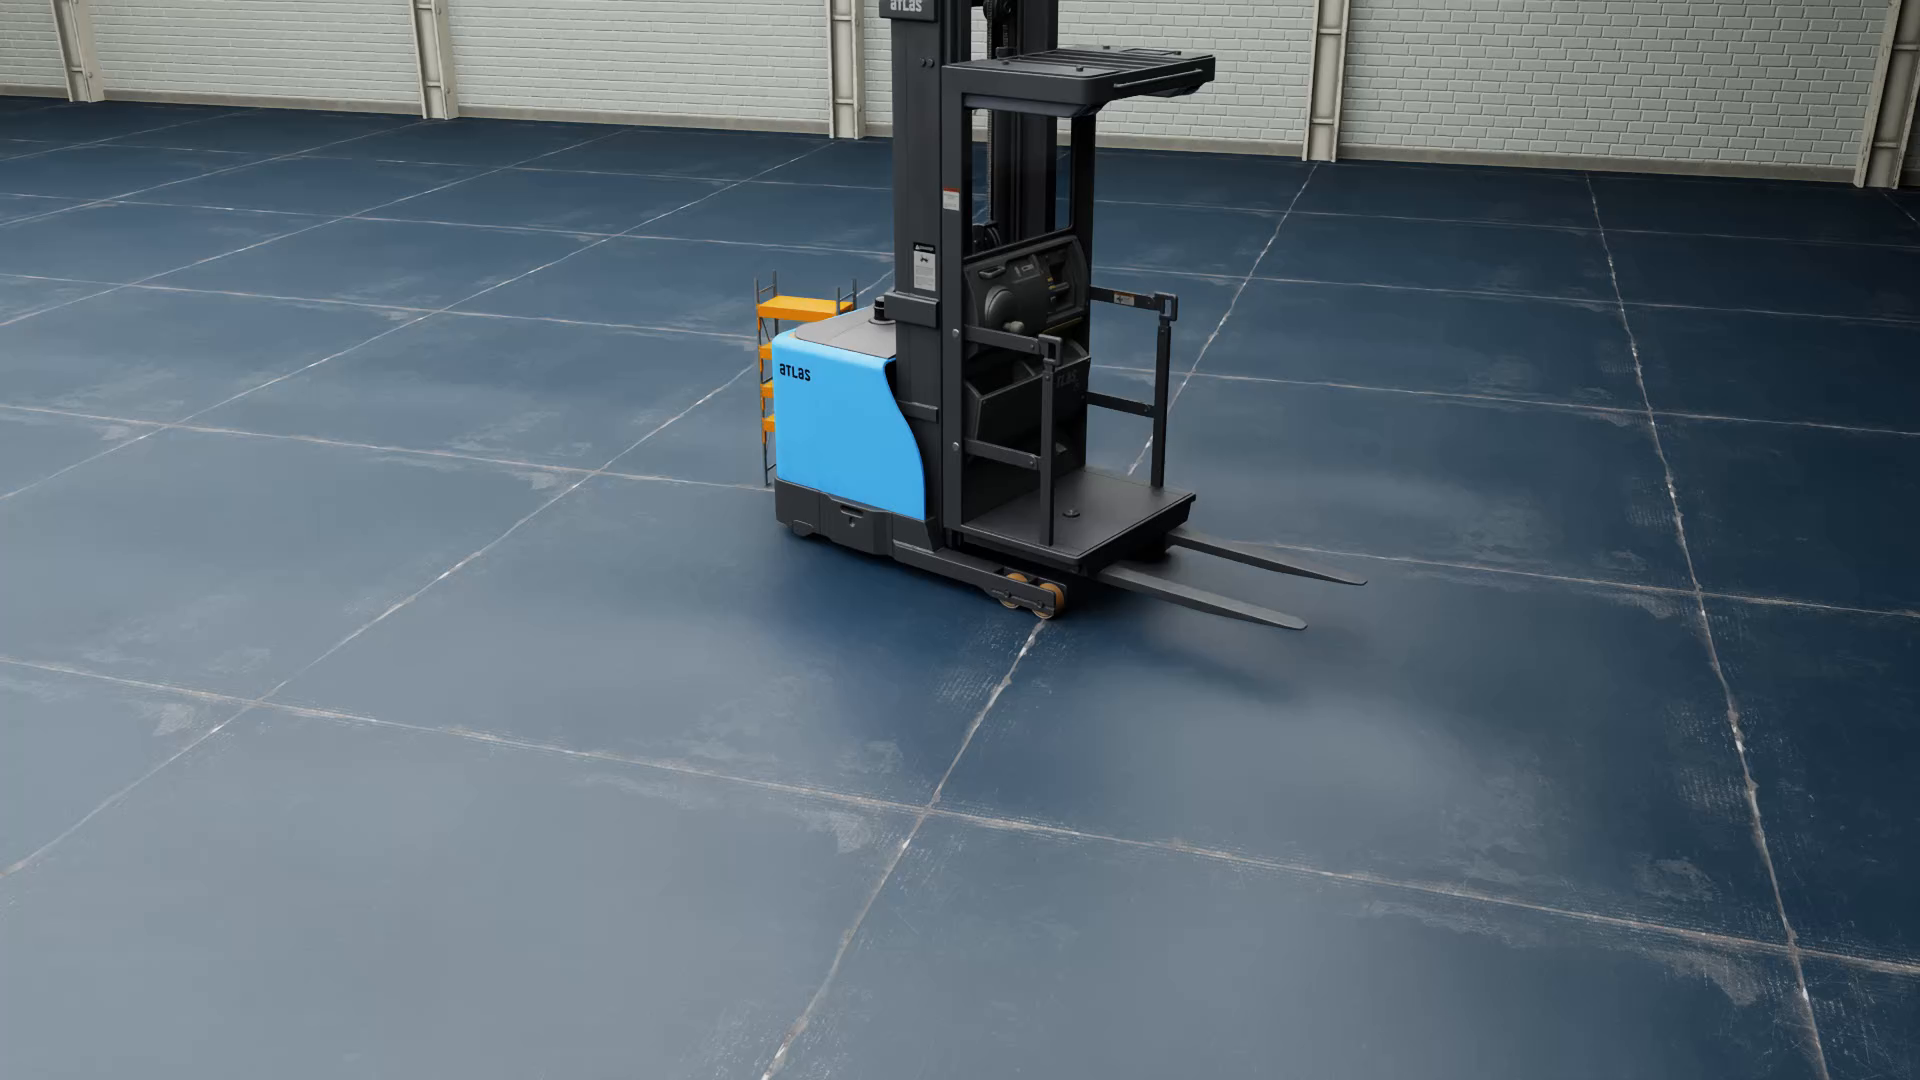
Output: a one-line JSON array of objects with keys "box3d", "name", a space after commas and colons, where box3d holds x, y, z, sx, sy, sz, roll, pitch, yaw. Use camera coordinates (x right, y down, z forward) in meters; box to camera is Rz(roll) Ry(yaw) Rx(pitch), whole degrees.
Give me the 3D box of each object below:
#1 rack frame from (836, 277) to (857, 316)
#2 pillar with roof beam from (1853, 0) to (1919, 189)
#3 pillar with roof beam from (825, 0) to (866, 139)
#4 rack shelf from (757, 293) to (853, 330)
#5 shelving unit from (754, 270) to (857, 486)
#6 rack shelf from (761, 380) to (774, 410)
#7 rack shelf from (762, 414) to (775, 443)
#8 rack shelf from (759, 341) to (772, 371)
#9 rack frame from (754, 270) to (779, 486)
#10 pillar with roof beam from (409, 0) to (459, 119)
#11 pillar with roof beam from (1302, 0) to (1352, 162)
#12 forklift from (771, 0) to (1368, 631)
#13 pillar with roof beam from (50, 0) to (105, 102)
[{"box3d": [-0.618, -0.843, 9.244, 0.015, 1.200, 0.240, 8, 24, 19], "name": "rack frame"}, {"box3d": [8.799, -6.488, 12.729, 0.400, 9.000, 9.100, 7, 23, 16], "name": "pillar with roof beam"}, {"box3d": [-2.689, -7.803, 15.936, 0.400, 9.000, 9.100, 7, 23, 16], "name": "pillar with roof beam"}, {"box3d": [-0.846, -1.239, 9.175, 0.480, 0.148, 0.258, 8, 24, 19], "name": "rack shelf"}, {"box3d": [-0.846, -0.876, 9.324, 0.503, 1.200, 0.258, 8, 24, 19], "name": "shelving unit"}, {"box3d": [-0.846, -0.813, 9.349, 0.480, 0.148, 0.258, 8, 24, 19], "name": "rack shelf"}, {"box3d": [-0.846, -0.630, 9.425, 0.480, 0.148, 0.258, 8, 24, 19], "name": "rack shelf"}, {"box3d": [-0.846, -1.020, 9.264, 0.480, 0.148, 0.258, 8, 24, 19], "name": "rack shelf"}, {"box3d": [-1.075, -0.908, 9.404, 0.015, 1.200, 0.240, 8, 24, 19], "name": "rack frame"}, {"box3d": [-8.433, -8.461, 17.539, 0.400, 9.000, 9.100, 7, 23, 16], "name": "pillar with roof beam"}, {"box3d": [3.055, -7.146, 14.332, 0.400, 9.000, 9.100, 7, 23, 16], "name": "pillar with roof beam"}, {"box3d": [0.494, -1.211, 7.861, 3.031, 2.935, 1.130, 16, 27, 34], "name": "forklift"}, {"box3d": [-14.177, -9.119, 19.143, 0.400, 9.000, 9.100, 7, 23, 16], "name": "pillar with roof beam"}]
